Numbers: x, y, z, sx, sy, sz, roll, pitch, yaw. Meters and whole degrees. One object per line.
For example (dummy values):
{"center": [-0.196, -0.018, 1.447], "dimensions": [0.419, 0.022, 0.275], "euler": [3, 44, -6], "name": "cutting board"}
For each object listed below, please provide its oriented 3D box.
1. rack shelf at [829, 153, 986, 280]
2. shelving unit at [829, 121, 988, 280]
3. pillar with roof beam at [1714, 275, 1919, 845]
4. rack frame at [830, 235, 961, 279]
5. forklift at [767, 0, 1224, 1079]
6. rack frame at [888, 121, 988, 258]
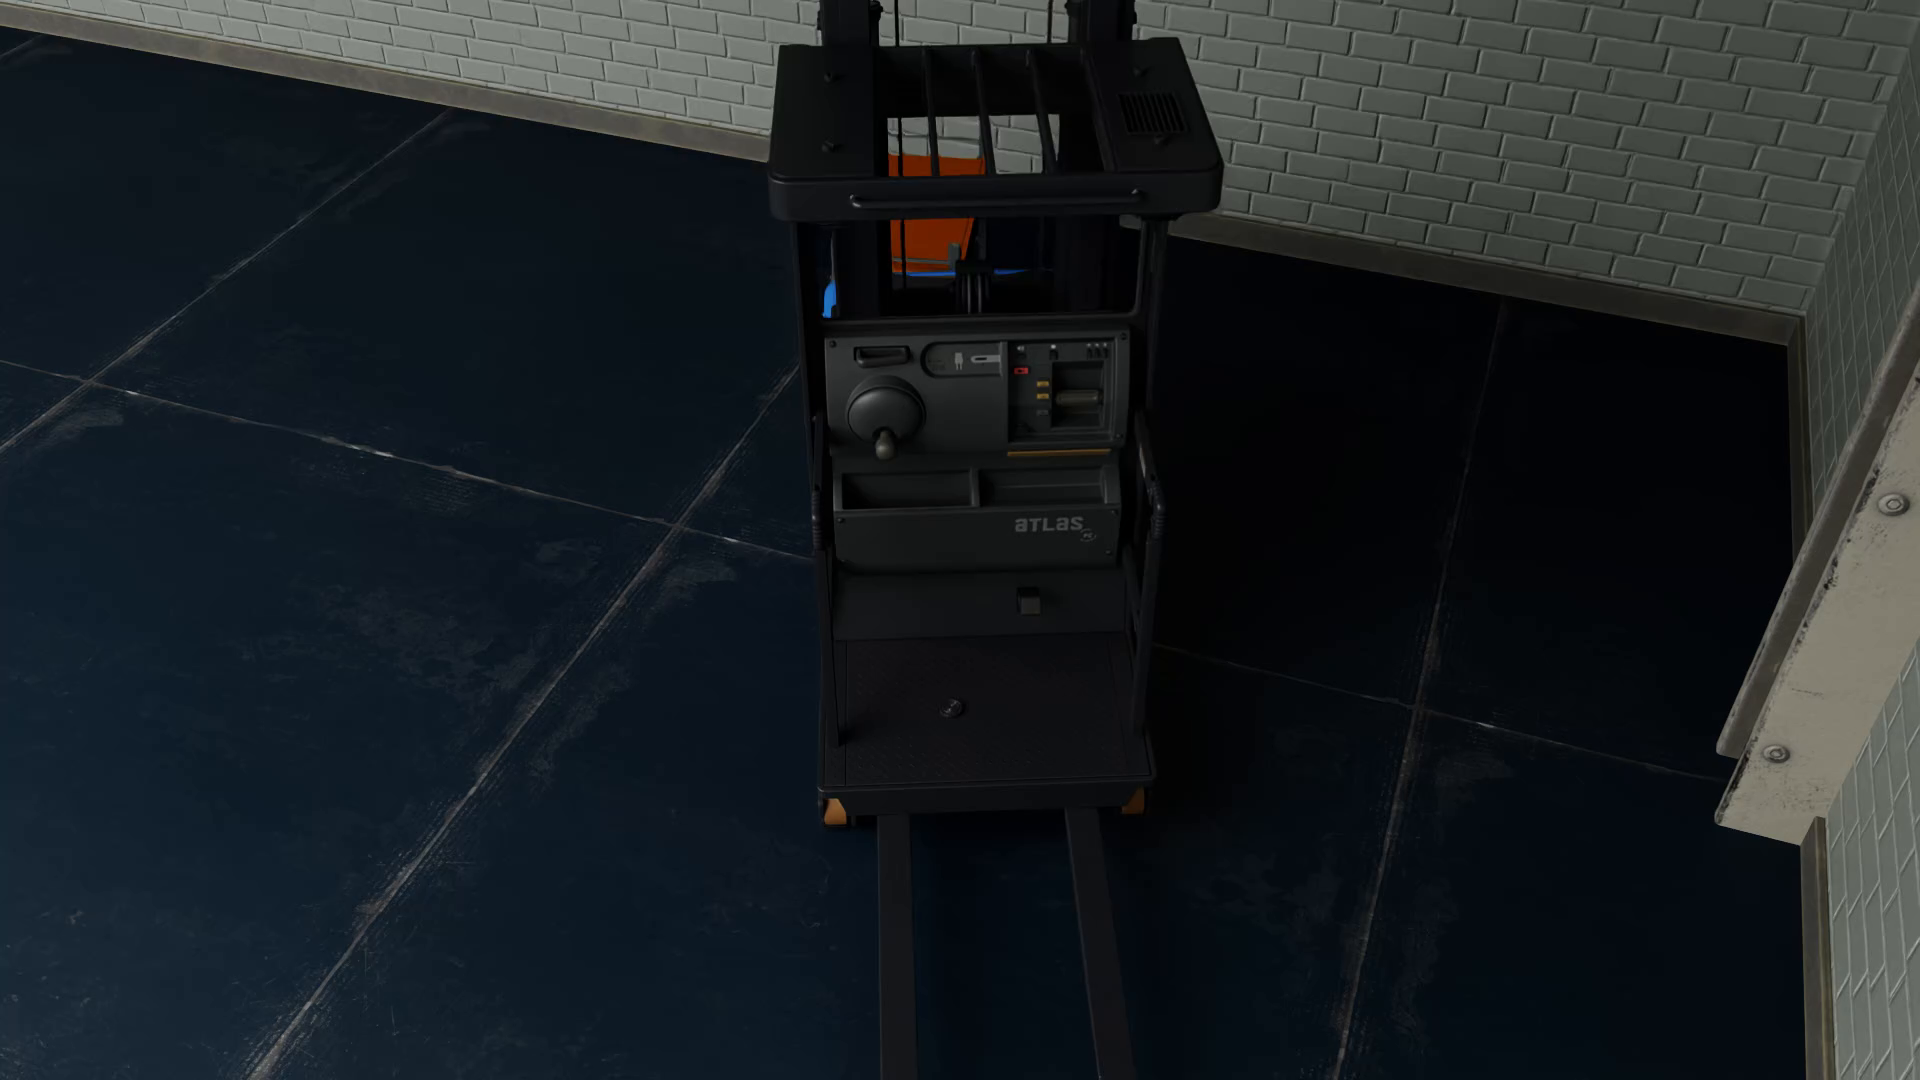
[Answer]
{"center": [-0.185, -1.267, 6.917], "dimensions": [0.538, 0.278, 1.000], "euler": [4, 41, 5], "name": "rack shelf"}
{"center": [-0.185, -1.044, 7.107], "dimensions": [0.538, 1.125, 1.048], "euler": [4, 41, 5], "name": "shelving unit"}
{"center": [-1.280, -3.506, 3.926], "dimensions": [9.100, 9.000, 0.400], "euler": [13, 42, 15], "name": "pillar with roof beam"}
{"center": [-0.246, -0.717, 6.723], "dimensions": [0.500, 1.125, 0.032], "euler": [4, 41, 5], "name": "rack frame"}
{"center": [0.068, -0.372, 4.927], "dimensions": [1.130, 2.935, 3.031], "euler": [-2, 41, -2], "name": "forklift"}
{"center": [-0.124, -1.372, 7.491], "dimensions": [0.500, 1.125, 0.032], "euler": [4, 41, 5], "name": "rack frame"}
